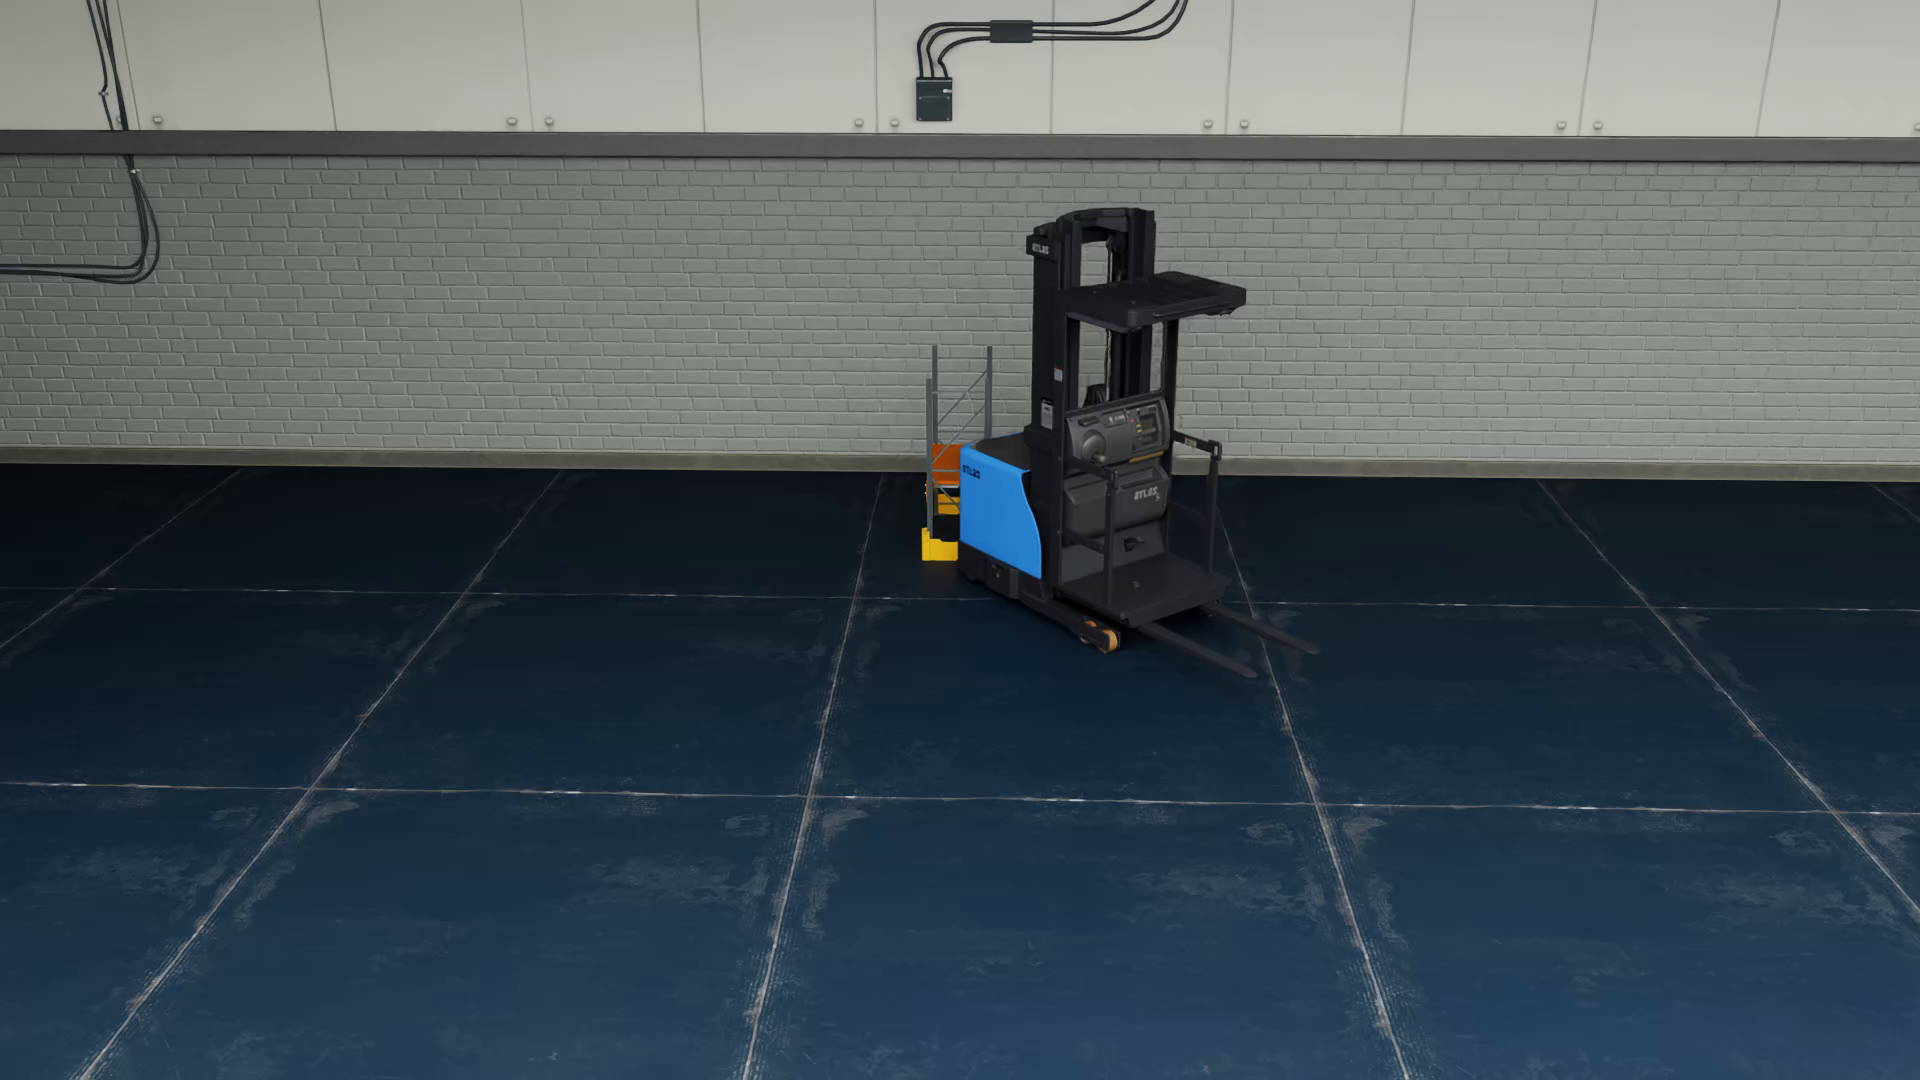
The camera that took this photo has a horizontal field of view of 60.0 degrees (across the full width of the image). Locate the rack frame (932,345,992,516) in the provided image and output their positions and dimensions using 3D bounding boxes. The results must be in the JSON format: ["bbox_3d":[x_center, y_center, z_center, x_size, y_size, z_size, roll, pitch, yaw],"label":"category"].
[{"bbox_3d":[0.018,-0.914,14.104,0.500,1.500,0.032,1,21,2],"label":"rack frame"}]

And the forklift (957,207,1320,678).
[{"bbox_3d":[1.267,-0.769,11.752,1.130,2.935,3.031,-15,26,-34],"label":"forklift"}]

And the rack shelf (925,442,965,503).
[{"bbox_3d":[0.003,-0.562,13.696,0.538,0.185,1.000,1,21,2],"label":"rack shelf"}]

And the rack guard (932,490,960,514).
[{"bbox_3d":[0.017,-0.324,14.312,0.587,0.250,0.087,1,21,2],"label":"rack guard"}]

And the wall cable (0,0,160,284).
[{"bbox_3d":[-8.708,-3.460,14.592,3.097,2.526,0.112,1,21,2],"label":"wall cable"}]

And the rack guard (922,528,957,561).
[{"bbox_3d":[-0.013,0.036,13.384,0.587,0.250,0.087,1,21,2],"label":"rack guard"}]

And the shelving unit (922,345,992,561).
[{"bbox_3d":[0.002,-0.727,13.622,0.587,1.500,1.083,1,21,2],"label":"shelving unit"}]

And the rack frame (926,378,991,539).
[{"bbox_3d":[-0.013,-0.546,13.157,0.500,1.500,0.032,1,21,2],"label":"rack frame"}]

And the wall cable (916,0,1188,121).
[{"bbox_3d":[0.780,-6.383,13.132,2.305,6.003,0.169,1,21,2],"label":"wall cable"}]
